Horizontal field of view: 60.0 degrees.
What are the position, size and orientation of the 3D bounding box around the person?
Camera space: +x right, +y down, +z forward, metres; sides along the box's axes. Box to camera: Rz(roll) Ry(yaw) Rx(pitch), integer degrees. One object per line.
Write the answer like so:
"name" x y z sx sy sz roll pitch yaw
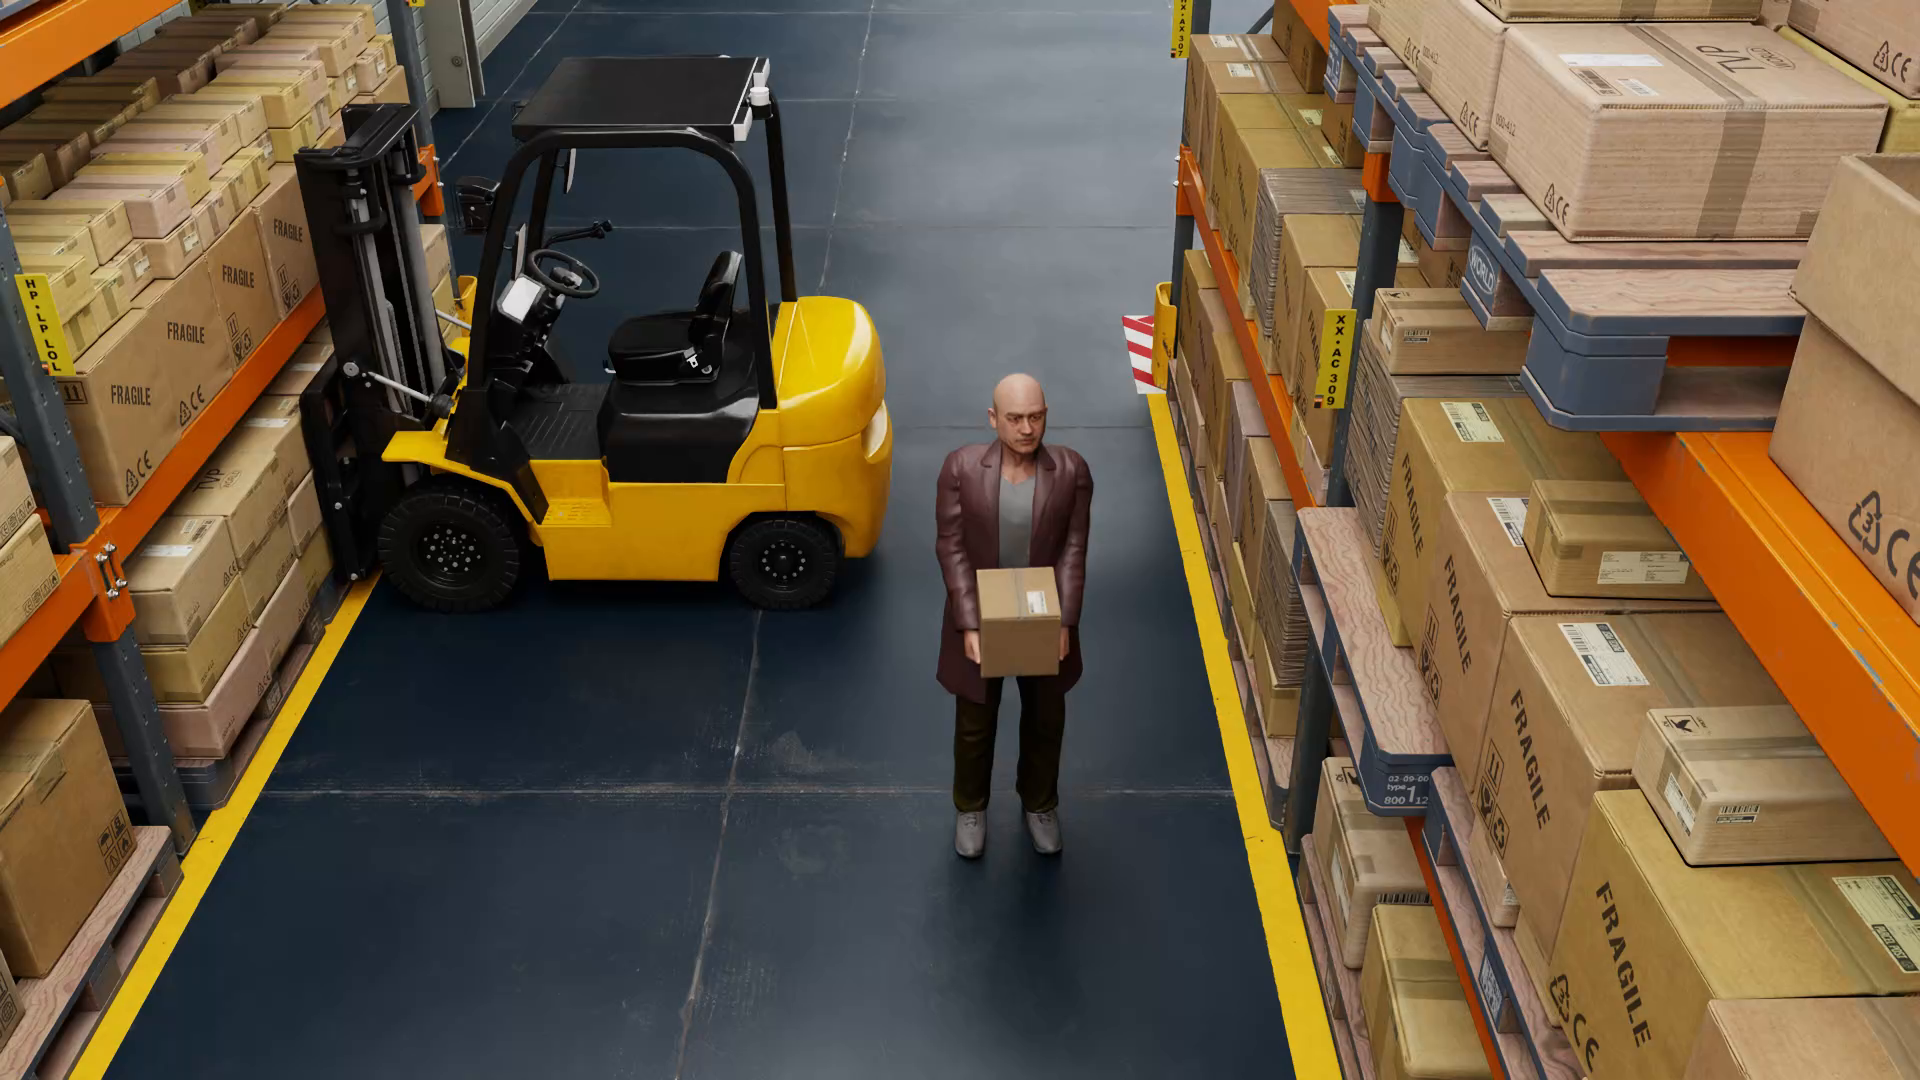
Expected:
"person" 0.184 0.329 5.608 0.530 1.769 0.563 -2 31 -3
